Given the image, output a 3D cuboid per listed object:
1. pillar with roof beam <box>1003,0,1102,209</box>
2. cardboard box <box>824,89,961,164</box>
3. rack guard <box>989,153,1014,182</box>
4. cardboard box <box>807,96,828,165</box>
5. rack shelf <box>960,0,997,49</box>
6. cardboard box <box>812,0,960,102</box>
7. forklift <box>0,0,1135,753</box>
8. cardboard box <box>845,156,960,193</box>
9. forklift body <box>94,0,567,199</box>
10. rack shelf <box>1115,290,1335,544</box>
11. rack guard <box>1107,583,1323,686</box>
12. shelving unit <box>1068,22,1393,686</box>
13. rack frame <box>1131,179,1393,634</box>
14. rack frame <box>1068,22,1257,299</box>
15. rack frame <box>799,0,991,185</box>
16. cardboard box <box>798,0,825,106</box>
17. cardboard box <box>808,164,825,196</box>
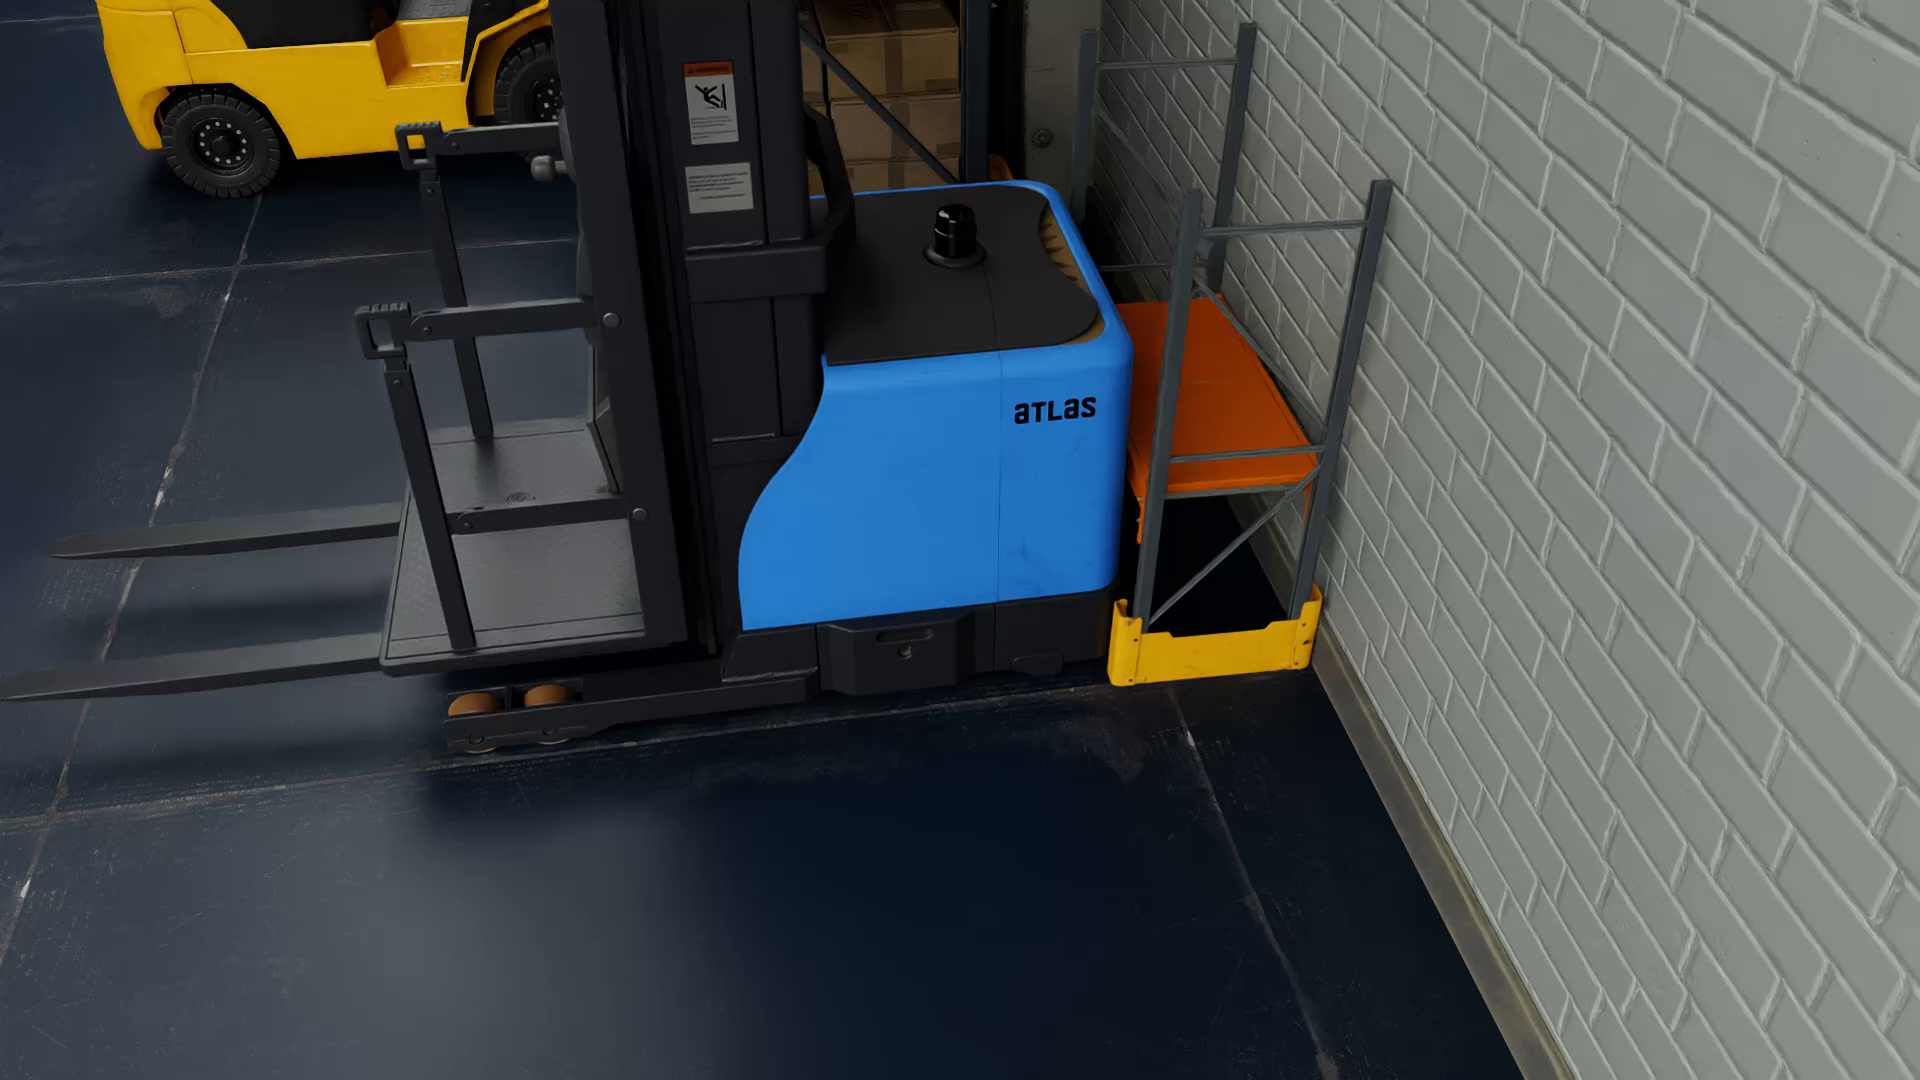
[{"bbox_3d":[-3.868,-4.542,3.762,9.100,9.000,0.400,-6,38,-8],"label":"pillar with roof beam"},{"bbox_3d":[-0.273,-1.702,6.488,0.500,0.250,0.500,-6,38,-7],"label":"cardboard box"},{"bbox_3d":[-0.391,-1.117,6.280,1.175,0.500,0.348,-6,38,-8],"label":"rack guard"},{"bbox_3d":[-0.788,-1.657,6.429,0.500,0.250,0.500,-7,38,-9],"label":"cardboard box"},{"bbox_3d":[-0.746,-3.043,7.308,1.077,0.370,4.000,-6,38,-8],"label":"rack shelf"},{"bbox_3d":[-0.293,-1.904,6.340,0.500,0.250,0.500,-7,38,-9],"label":"cardboard box"},{"bbox_3d":[-1.112,-0.931,4.059,3.031,2.935,1.130,-6,38,-8],"label":"forklift"},{"bbox_3d":[-0.289,-1.516,6.656,0.500,0.250,0.500,-6,38,-8],"label":"cardboard box"},{"bbox_3d":[-2.524,-2.733,7.014,2.313,2.155,1.214,-6,38,-8],"label":"forklift body"},{"bbox_3d":[0.644,-0.382,4.796,0.538,0.185,1.000,-5,38,-9],"label":"rack shelf"},{"bbox_3d":[0.715,0.266,4.686,0.587,0.250,0.087,-5,38,-9],"label":"rack guard"},{"bbox_3d":[0.648,-0.531,4.694,0.587,1.500,1.083,-5,38,-9],"label":"shelving unit"},{"bbox_3d":[0.736,-0.219,4.291,0.500,1.500,0.032,-5,38,-9],"label":"rack frame"},{"bbox_3d":[0.563,-0.831,5.083,0.500,1.500,0.032,-5,38,-9],"label":"rack frame"},{"bbox_3d":[-0.395,-2.119,5.532,1.000,3.000,0.127,-6,38,-8],"label":"rack frame"},{"bbox_3d":[-0.783,-1.838,6.255,0.500,0.250,0.500,-5,38,-6],"label":"cardboard box"},{"bbox_3d":[-0.789,-1.449,6.568,0.500,0.250,0.500,-6,38,-8],"label":"cardboard box"}]
